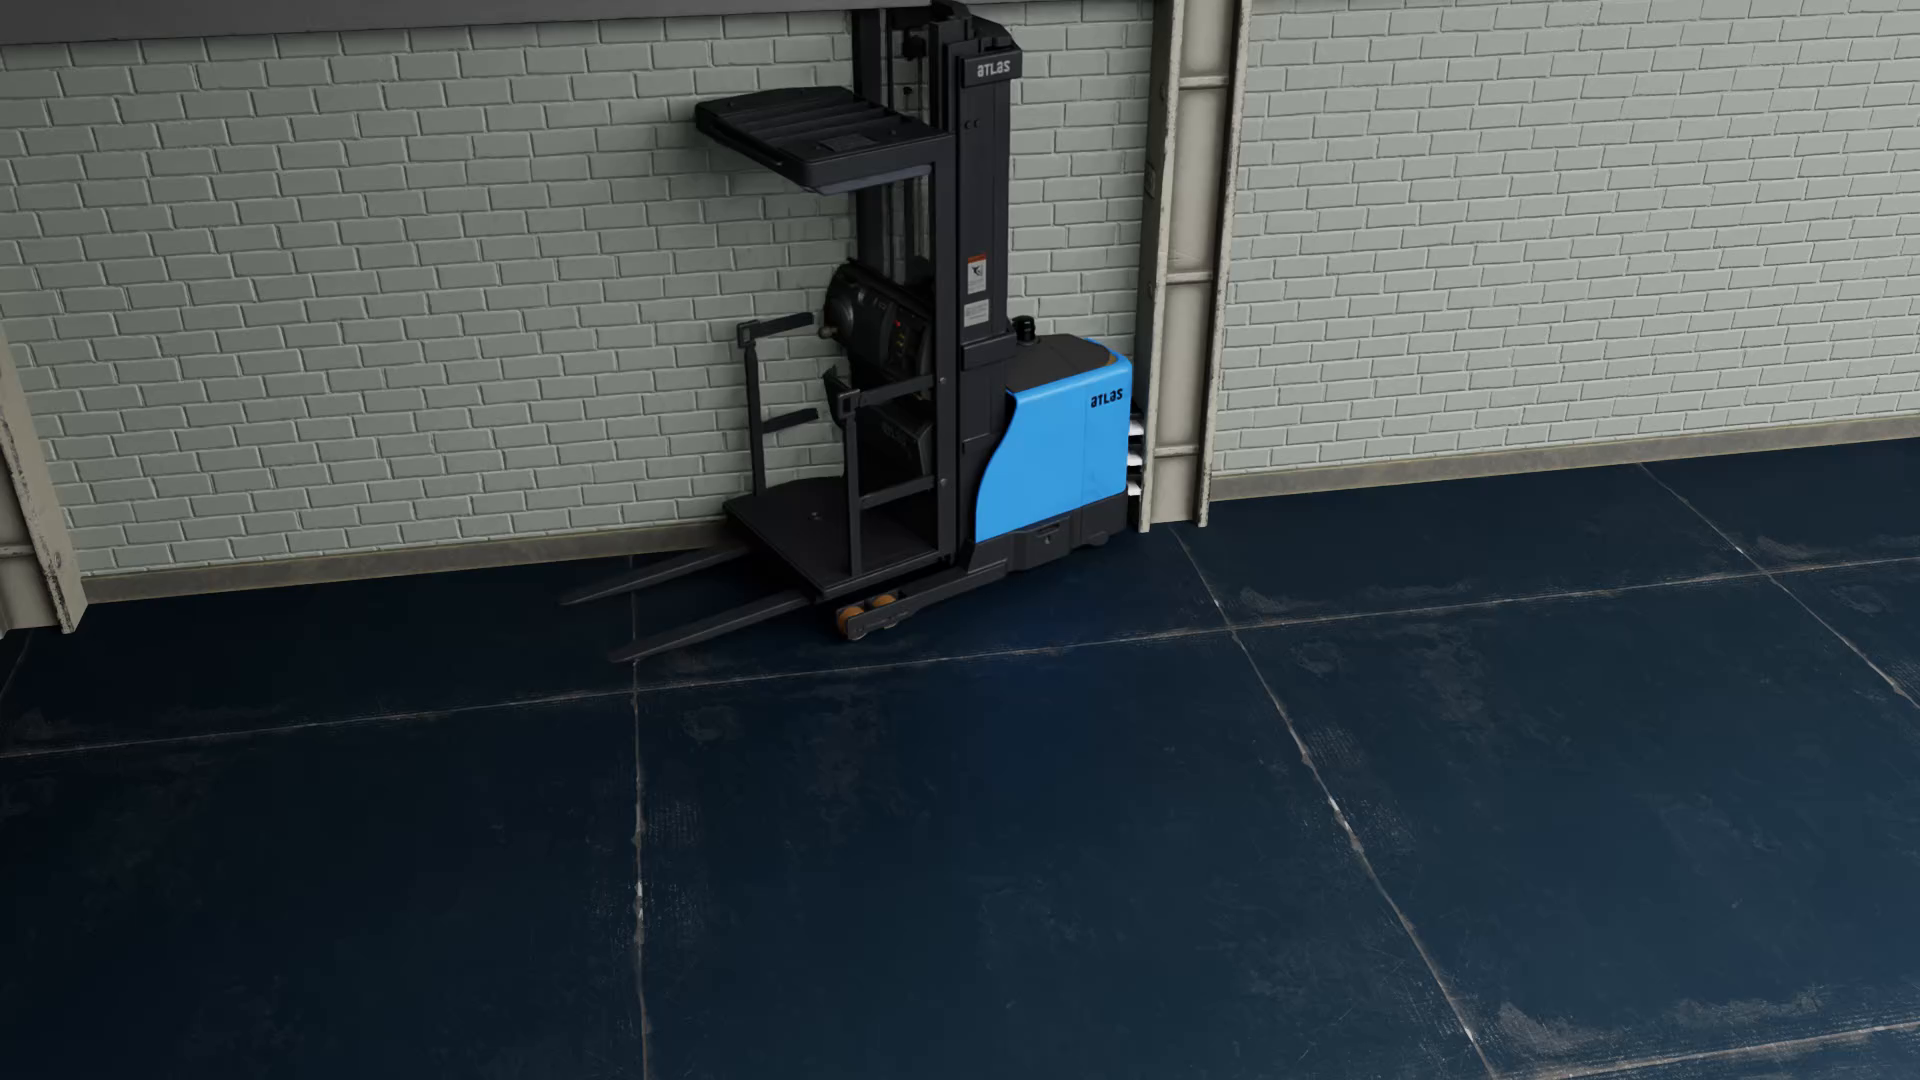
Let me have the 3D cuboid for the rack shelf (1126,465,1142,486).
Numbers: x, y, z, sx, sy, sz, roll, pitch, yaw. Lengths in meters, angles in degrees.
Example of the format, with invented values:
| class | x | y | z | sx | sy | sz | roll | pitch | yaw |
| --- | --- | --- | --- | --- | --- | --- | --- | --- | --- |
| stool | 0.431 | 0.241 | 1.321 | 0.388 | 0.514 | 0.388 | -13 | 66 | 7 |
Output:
| class | x | y | z | sx | sy | sz | roll | pitch | yaw |
| --- | --- | --- | --- | --- | --- | --- | --- | --- | --- |
| rack shelf | 0.883 | -0.377 | 9.261 | 0.200 | 0.077 | 0.258 | -4 | 27 | -10 |

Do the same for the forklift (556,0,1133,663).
| class | x | y | z | sx | sy | sz | roll | pitch | yaw |
| --- | --- | --- | --- | --- | --- | --- | --- | --- | --- |
| forklift | -0.579 | -1.064 | 8.168 | 3.031 | 2.935 | 1.130 | -19 | 35 | -29 |

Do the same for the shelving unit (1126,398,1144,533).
| class | x | y | z | sx | sy | sz | roll | pitch | yaw |
| --- | --- | --- | --- | --- | --- | --- | --- | --- | --- |
| shelving unit | 0.885 | -0.488 | 9.207 | 0.210 | 0.900 | 0.258 | -4 | 27 | -10 |

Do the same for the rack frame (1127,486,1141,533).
| class | x | y | z | sx | sy | sz | roll | pitch | yaw |
| --- | --- | --- | --- | --- | --- | --- | --- | --- | --- |
| rack frame | 0.985 | -0.495 | 9.225 | 0.006 | 0.900 | 0.240 | -4 | 27 | -10 |

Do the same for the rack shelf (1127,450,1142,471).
| class | x | y | z | sx | sy | sz | roll | pitch | yaw |
| --- | --- | --- | --- | --- | --- | --- | --- | --- | --- |
| rack shelf | 0.884 | -0.458 | 9.222 | 0.200 | 0.077 | 0.258 | -4 | 27 | -10 |

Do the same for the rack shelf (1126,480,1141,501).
| class | x | y | z | sx | sy | sz | roll | pitch | yaw |
| --- | --- | --- | --- | --- | --- | --- | --- | --- | --- |
| rack shelf | 0.882 | -0.296 | 9.301 | 0.200 | 0.077 | 0.258 | -4 | 27 | -10 |

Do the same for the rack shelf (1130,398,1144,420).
| class | x | y | z | sx | sy | sz | roll | pitch | yaw |
| --- | --- | --- | --- | --- | --- | --- | --- | --- | --- |
| rack shelf | 0.888 | -0.700 | 9.103 | 0.200 | 0.077 | 0.258 | -4 | 27 | -10 |

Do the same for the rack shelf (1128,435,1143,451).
| class | x | y | z | sx | sy | sz | roll | pitch | yaw |
| --- | --- | --- | --- | --- | --- | --- | --- | --- | --- |
| rack shelf | 0.886 | -0.539 | 9.182 | 0.200 | 0.077 | 0.258 | -4 | 27 | -10 |

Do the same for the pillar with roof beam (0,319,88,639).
| class | x | y | z | sx | sy | sz | roll | pitch | yaw |
| --- | --- | --- | --- | --- | --- | --- | --- | --- | --- |
| pillar with roof beam | -3.953 | -1.321 | 2.619 | 0.400 | 9.000 | 9.100 | -5 | 31 | -9 |

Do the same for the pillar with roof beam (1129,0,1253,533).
| class | x | y | z | sx | sy | sz | roll | pitch | yaw |
| --- | --- | --- | --- | --- | --- | --- | --- | --- | --- |
| pillar with roof beam | 1.949 | -1.869 | 3.550 | 0.400 | 9.000 | 9.100 | -5 | 31 | -9 |

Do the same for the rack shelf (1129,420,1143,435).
| class | x | y | z | sx | sy | sz | roll | pitch | yaw |
| --- | --- | --- | --- | --- | --- | --- | --- | --- | --- |
| rack shelf | 0.887 | -0.620 | 9.142 | 0.200 | 0.077 | 0.258 | -4 | 27 | -10 |
